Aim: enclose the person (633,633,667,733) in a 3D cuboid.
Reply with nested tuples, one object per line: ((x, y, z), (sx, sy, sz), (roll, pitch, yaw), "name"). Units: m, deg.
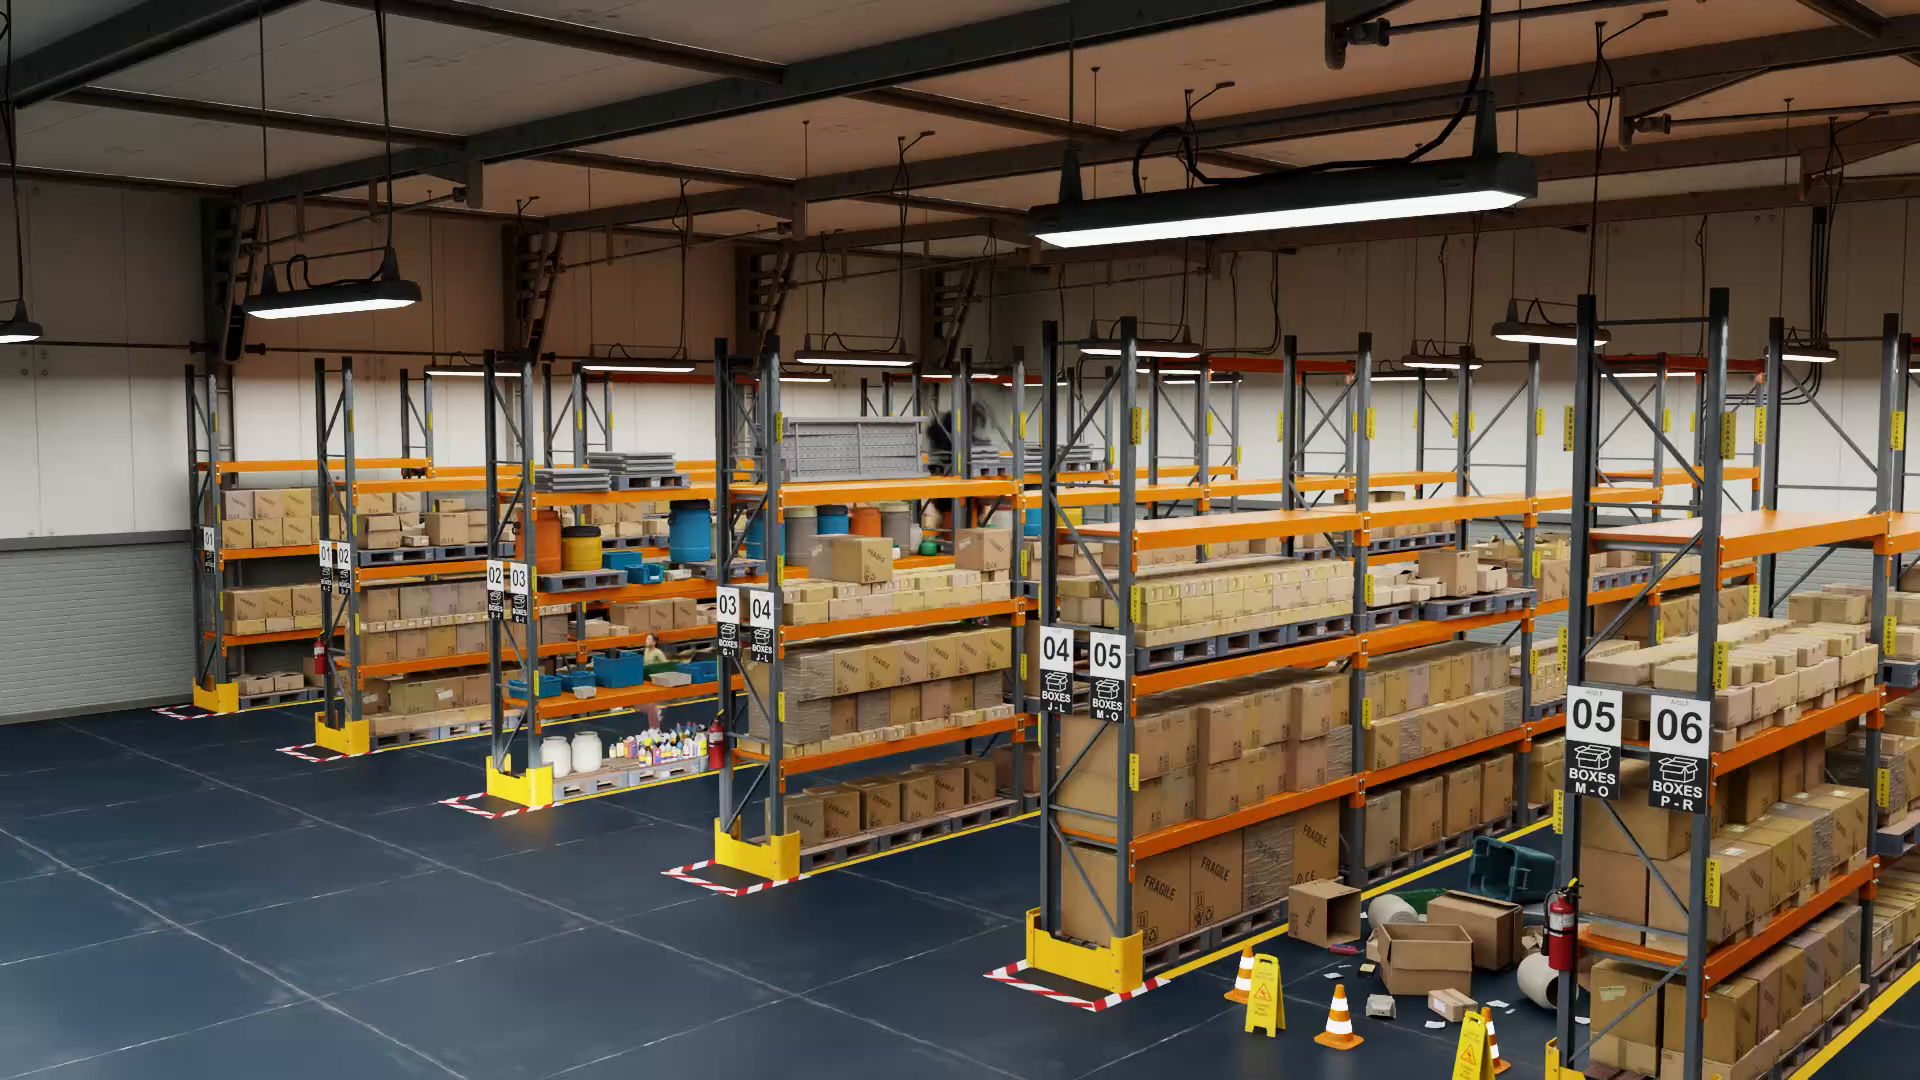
((-4.985, 2.305, 26.724), (0.622, 1.616, 0.519), (4, 6, 41), "person")

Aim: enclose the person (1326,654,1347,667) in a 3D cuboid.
((5.653, 2.425, 24.540), (0.693, 1.836, 0.938), (4, 6, 40), "person")
